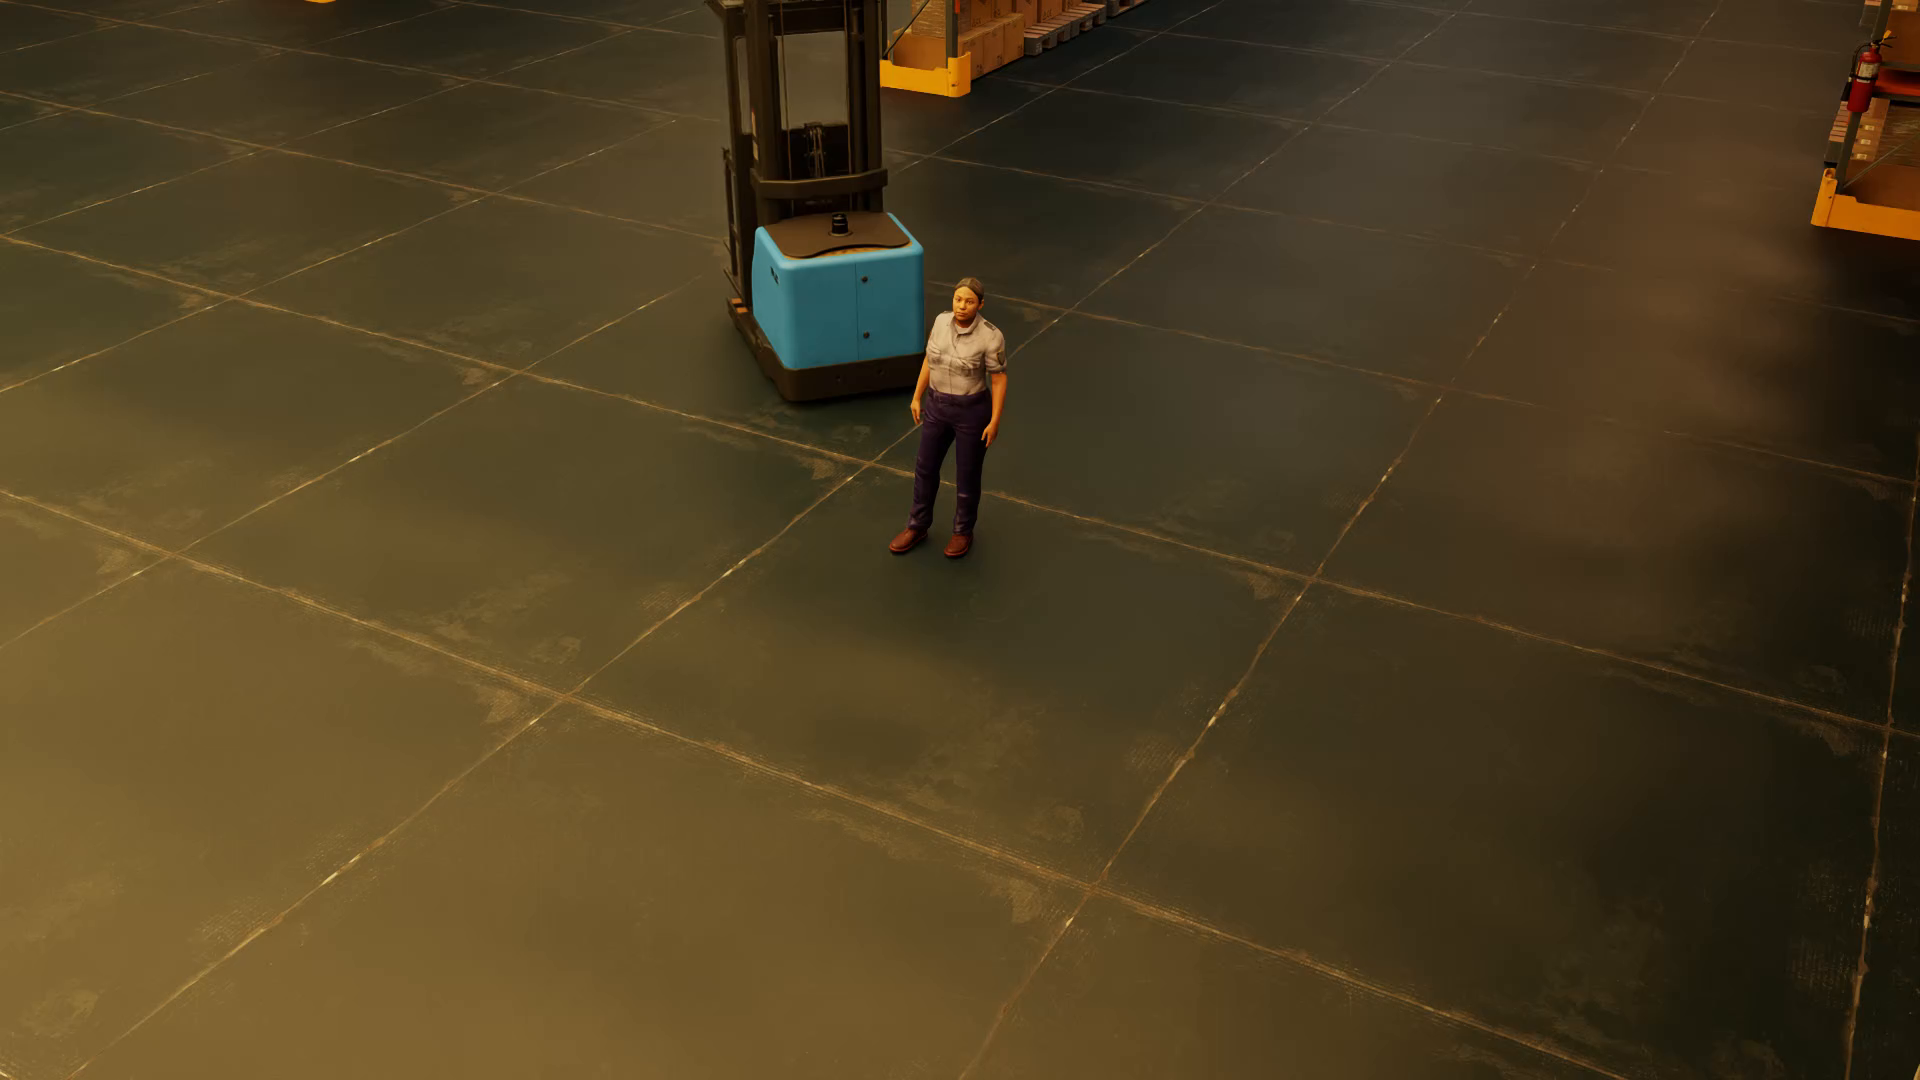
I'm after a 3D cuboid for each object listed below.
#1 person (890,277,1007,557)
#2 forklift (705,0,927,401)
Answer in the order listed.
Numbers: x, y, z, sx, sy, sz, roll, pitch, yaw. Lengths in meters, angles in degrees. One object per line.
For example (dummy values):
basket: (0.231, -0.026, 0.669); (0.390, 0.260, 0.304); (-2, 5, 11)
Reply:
person: (-0.063, -0.687, 9.529); (0.598, 1.651, 0.503); (15, 33, 25)
forklift: (-1.182, -2.953, 12.187); (1.130, 2.935, 3.031); (-10, 31, -16)
